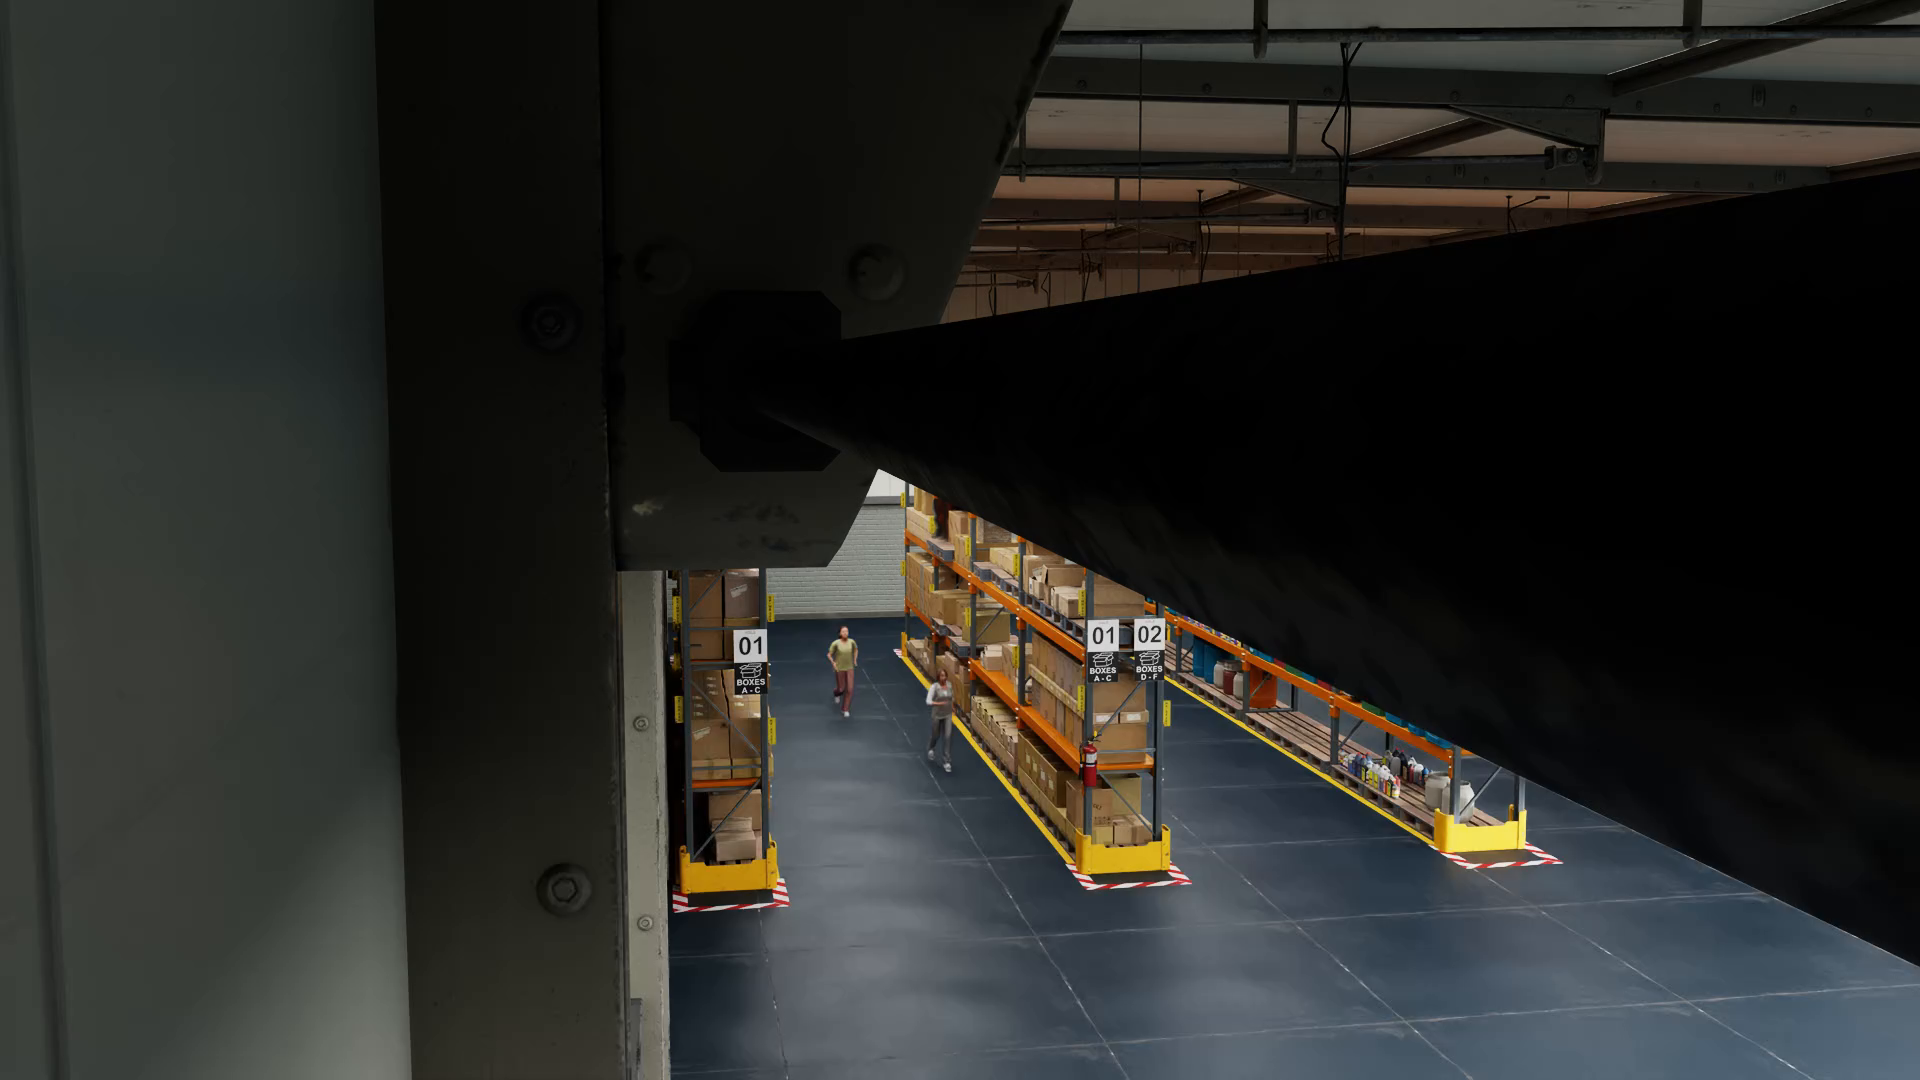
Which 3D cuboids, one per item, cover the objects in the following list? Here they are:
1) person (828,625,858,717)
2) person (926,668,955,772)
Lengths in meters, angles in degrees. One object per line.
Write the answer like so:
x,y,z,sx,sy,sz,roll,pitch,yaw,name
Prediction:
-2.127,2.374,30.462,0.591,1.649,0.711,-2,6,-19,person
-0.304,2.795,26.252,0.537,1.586,0.881,-2,6,-20,person
